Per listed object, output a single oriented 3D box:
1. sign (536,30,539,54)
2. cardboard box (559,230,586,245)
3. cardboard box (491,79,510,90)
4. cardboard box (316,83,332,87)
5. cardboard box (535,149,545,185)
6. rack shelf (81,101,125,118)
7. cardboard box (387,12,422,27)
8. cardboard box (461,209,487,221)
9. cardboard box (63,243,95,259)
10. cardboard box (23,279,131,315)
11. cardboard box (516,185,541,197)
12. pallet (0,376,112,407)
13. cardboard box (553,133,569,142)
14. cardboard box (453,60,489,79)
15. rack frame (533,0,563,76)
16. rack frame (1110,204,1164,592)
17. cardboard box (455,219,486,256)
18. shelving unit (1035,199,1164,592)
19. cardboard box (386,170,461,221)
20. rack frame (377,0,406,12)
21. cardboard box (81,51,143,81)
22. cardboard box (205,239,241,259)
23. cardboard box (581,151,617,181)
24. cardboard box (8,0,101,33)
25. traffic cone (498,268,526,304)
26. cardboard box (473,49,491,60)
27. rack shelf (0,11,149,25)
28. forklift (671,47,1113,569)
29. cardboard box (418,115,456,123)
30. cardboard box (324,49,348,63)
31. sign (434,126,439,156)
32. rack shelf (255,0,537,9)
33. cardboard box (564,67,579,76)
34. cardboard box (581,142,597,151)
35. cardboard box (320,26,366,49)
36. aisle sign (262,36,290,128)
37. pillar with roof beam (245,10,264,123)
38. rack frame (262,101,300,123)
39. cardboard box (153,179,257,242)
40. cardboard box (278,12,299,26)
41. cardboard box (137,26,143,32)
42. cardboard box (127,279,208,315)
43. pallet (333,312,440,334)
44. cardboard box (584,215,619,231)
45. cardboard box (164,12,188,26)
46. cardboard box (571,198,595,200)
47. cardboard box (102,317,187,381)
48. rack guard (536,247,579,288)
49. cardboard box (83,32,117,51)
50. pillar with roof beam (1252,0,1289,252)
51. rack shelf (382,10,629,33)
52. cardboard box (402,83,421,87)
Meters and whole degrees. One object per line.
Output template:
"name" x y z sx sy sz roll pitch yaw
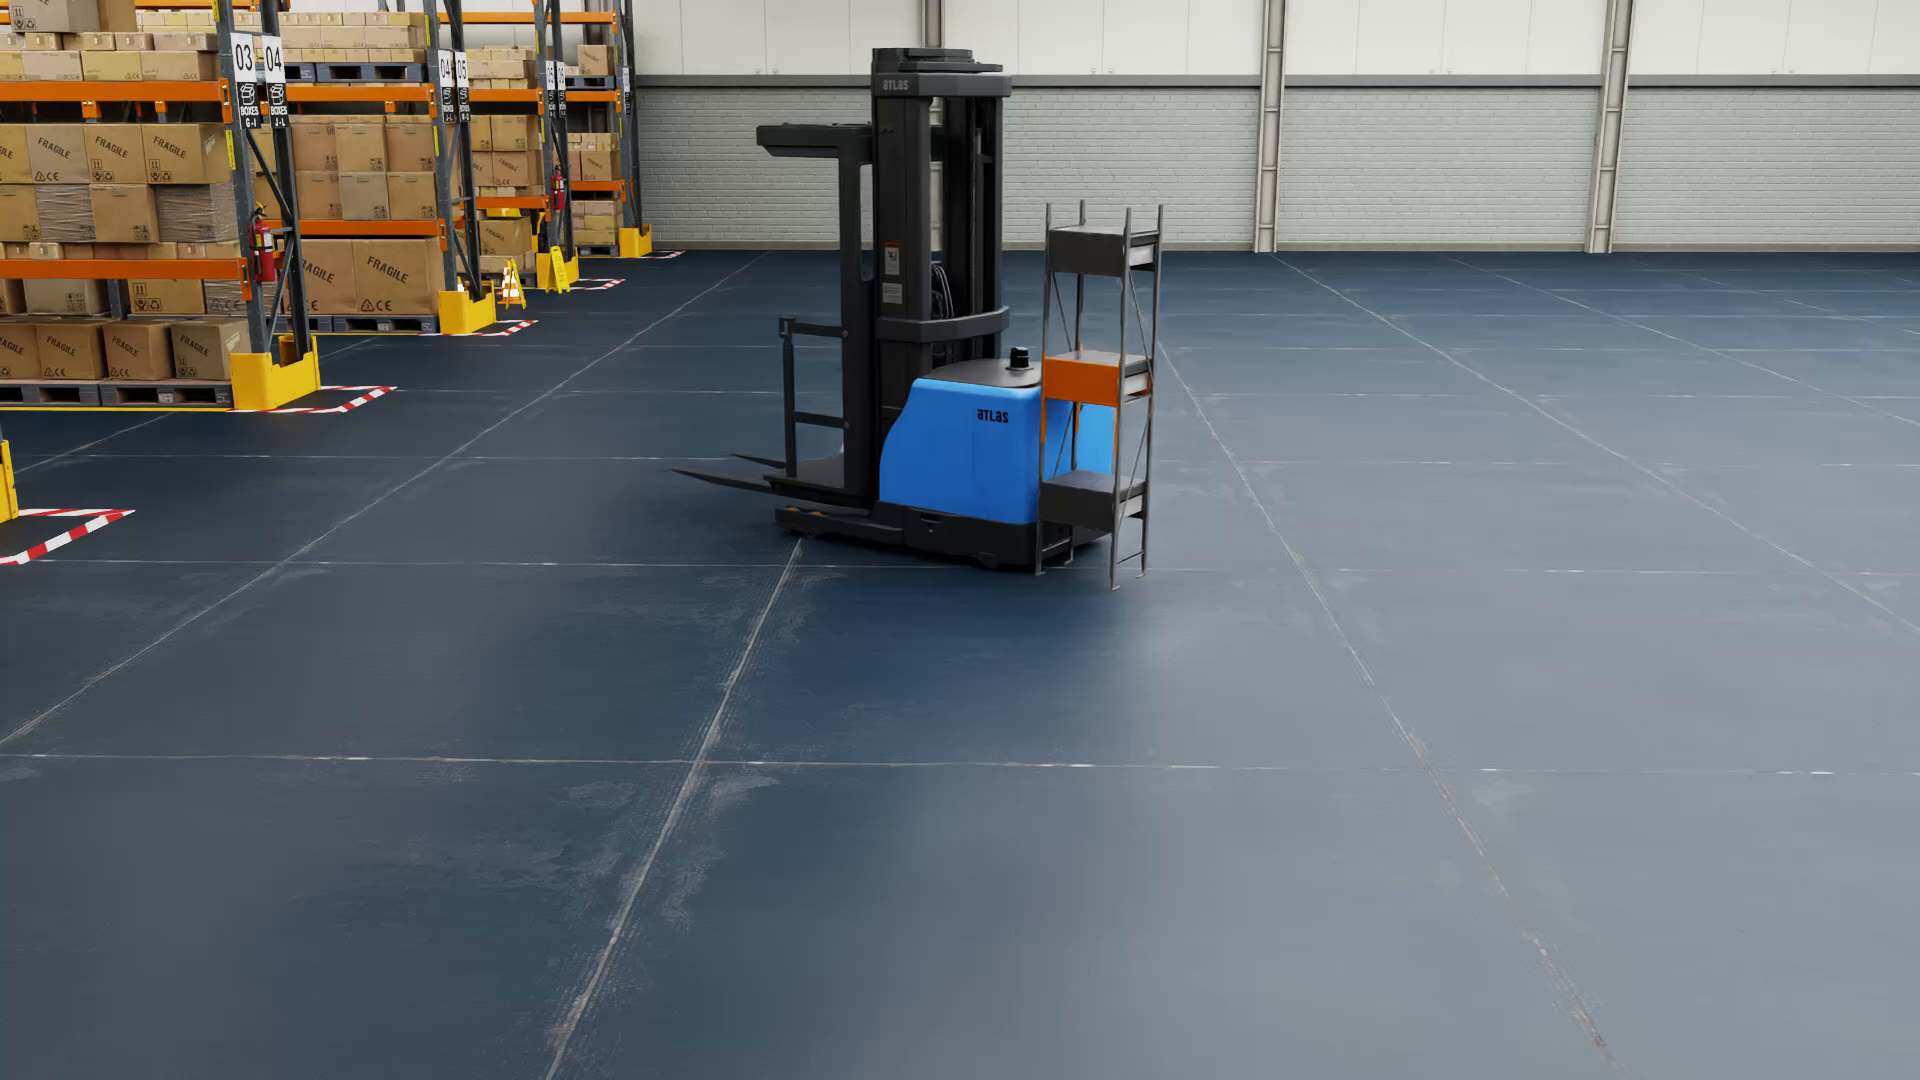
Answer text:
"sign" -5.950 -7.011 23.416 0.005 0.325 0.100 0 15 1
"cardboard box" -6.768 -5.341 29.271 0.500 0.250 0.500 0 15 1
"cardboard box" -6.529 -6.527 23.810 0.250 0.149 0.380 0 15 2
"cardboard box" -9.098 -6.574 23.992 0.250 0.149 0.380 0 15 1
"cardboard box" -6.382 -5.539 24.677 0.500 0.500 0.500 0 15 1
"rack shelf" -11.939 -5.152 19.518 4.000 0.370 1.077 0 15 1
"cardboard box" -6.287 -5.892 18.823 0.250 0.149 0.380 1 15 2
"cardboard box" -7.092 -4.747 24.279 0.250 0.149 0.380 1 15 3
"cardboard box" -7.709 -2.578 14.724 0.250 0.149 0.380 0 15 1
"cardboard box" -10.563 -3.133 19.921 0.750 0.750 1.050 0 15 1
"cardboard box" -6.295 -5.100 24.283 0.250 0.149 0.380 1 15 3
"pallet" -8.273 -1.421 15.314 1.213 0.211 1.003 0 15 1
"cardboard box" -6.913 -7.003 28.952 0.250 0.149 0.380 0 15 2
"cardboard box" -6.937 -6.737 23.825 0.500 0.250 0.500 0 15 1
"rack frame" -5.916 -8.174 23.683 0.127 3.000 1.000 0 15 1
"rack frame" 0.971 -0.768 9.136 0.015 2.100 0.400 11 18 32
"cardboard box" -7.245 -4.451 24.427 0.500 0.500 0.500 1 15 4
"shelving unit" 0.768 -0.808 9.267 0.503 2.100 0.431 11 18 32
"cardboard box" -6.314 -4.074 19.607 0.550 0.550 0.875 0 15 1
"rack frame" -9.792 -9.466 28.580 0.127 3.000 1.000 0 15 1
"cardboard box" -7.157 -4.065 14.281 0.500 0.250 0.500 0 15 2
"cardboard box" -6.459 -2.574 14.709 0.250 0.149 0.380 0 15 1
"cardboard box" -6.292 -6.524 28.992 0.500 0.500 0.500 0 15 0
"cardboard box" -7.725 -4.576 14.166 0.500 0.500 0.500 0 15 1
"traffic cone" -6.067 -3.435 22.454 0.334 0.463 0.336 0 15 1
"cardboard box" -6.774 -6.923 23.751 0.250 0.149 0.380 0 15 1
"rack shelf" -15.790 -8.964 28.870 4.000 0.370 1.077 0 15 1
"forklift" -0.551 -1.528 10.385 3.031 2.935 1.130 11 18 35
"cardboard box" -7.450 -5.879 24.004 0.500 0.500 0.700 0 15 1
"cardboard box" -7.044 -5.512 18.944 0.250 0.149 0.380 1 15 2
"sign" -5.969 -4.547 18.959 0.005 0.325 0.100 0 15 1
"rack shelf" -7.915 -7.838 23.824 4.000 0.370 1.077 0 15 1
"cardboard box" -6.629 -8.048 28.556 0.250 0.149 0.380 0 15 0
"cardboard box" -6.403 -6.826 28.866 0.250 0.149 0.380 1 15 2
"cardboard box" -6.938 -5.719 18.948 0.500 0.250 0.500 0 15 2
"aisle sign" -6.100 -4.079 14.826 0.004 0.787 0.394 0 15 1
"pillar with roof beam" -12.574 -8.616 25.356 0.400 9.000 9.100 0 15 1
"rack frame" -9.915 -5.300 24.547 0.127 3.000 1.000 0 15 1
"cardboard box" -6.718 -2.949 14.858 0.500 0.500 0.875 0 15 1
"cardboard box" -7.558 -5.900 18.854 0.250 0.149 0.380 0 15 1
"cardboard box" -9.458 -5.735 19.009 0.500 0.250 0.500 0 15 2
"cardboard box" -9.313 -3.190 19.894 0.875 0.875 0.875 1 15 2
"pallet" -6.743 -2.647 19.961 1.213 0.211 1.003 0 15 1
"cardboard box" -6.288 -5.578 29.189 0.500 0.250 0.500 0 15 1
"cardboard box" -8.823 -5.909 18.886 0.250 0.149 0.380 0 15 1
"cardboard box" -6.768 -5.950 29.619 0.500 0.250 0.500 0 15 2
"cardboard box" -7.391 -1.744 15.148 0.500 0.500 0.500 4 15 16
"rack guard" -5.992 -4.065 24.769 0.348 0.500 1.175 0 15 1
"cardboard box" -7.240 -4.240 14.164 0.250 0.149 0.380 0 15 2
"pillar with roof beam" 5.420 -8.498 24.912 0.400 9.000 9.100 0 15 1
"rack shelf" -7.792 -8.912 28.673 4.000 0.370 1.077 0 15 1
"cardboard box" -7.816 -6.532 23.831 0.250 0.149 0.380 0 15 1
